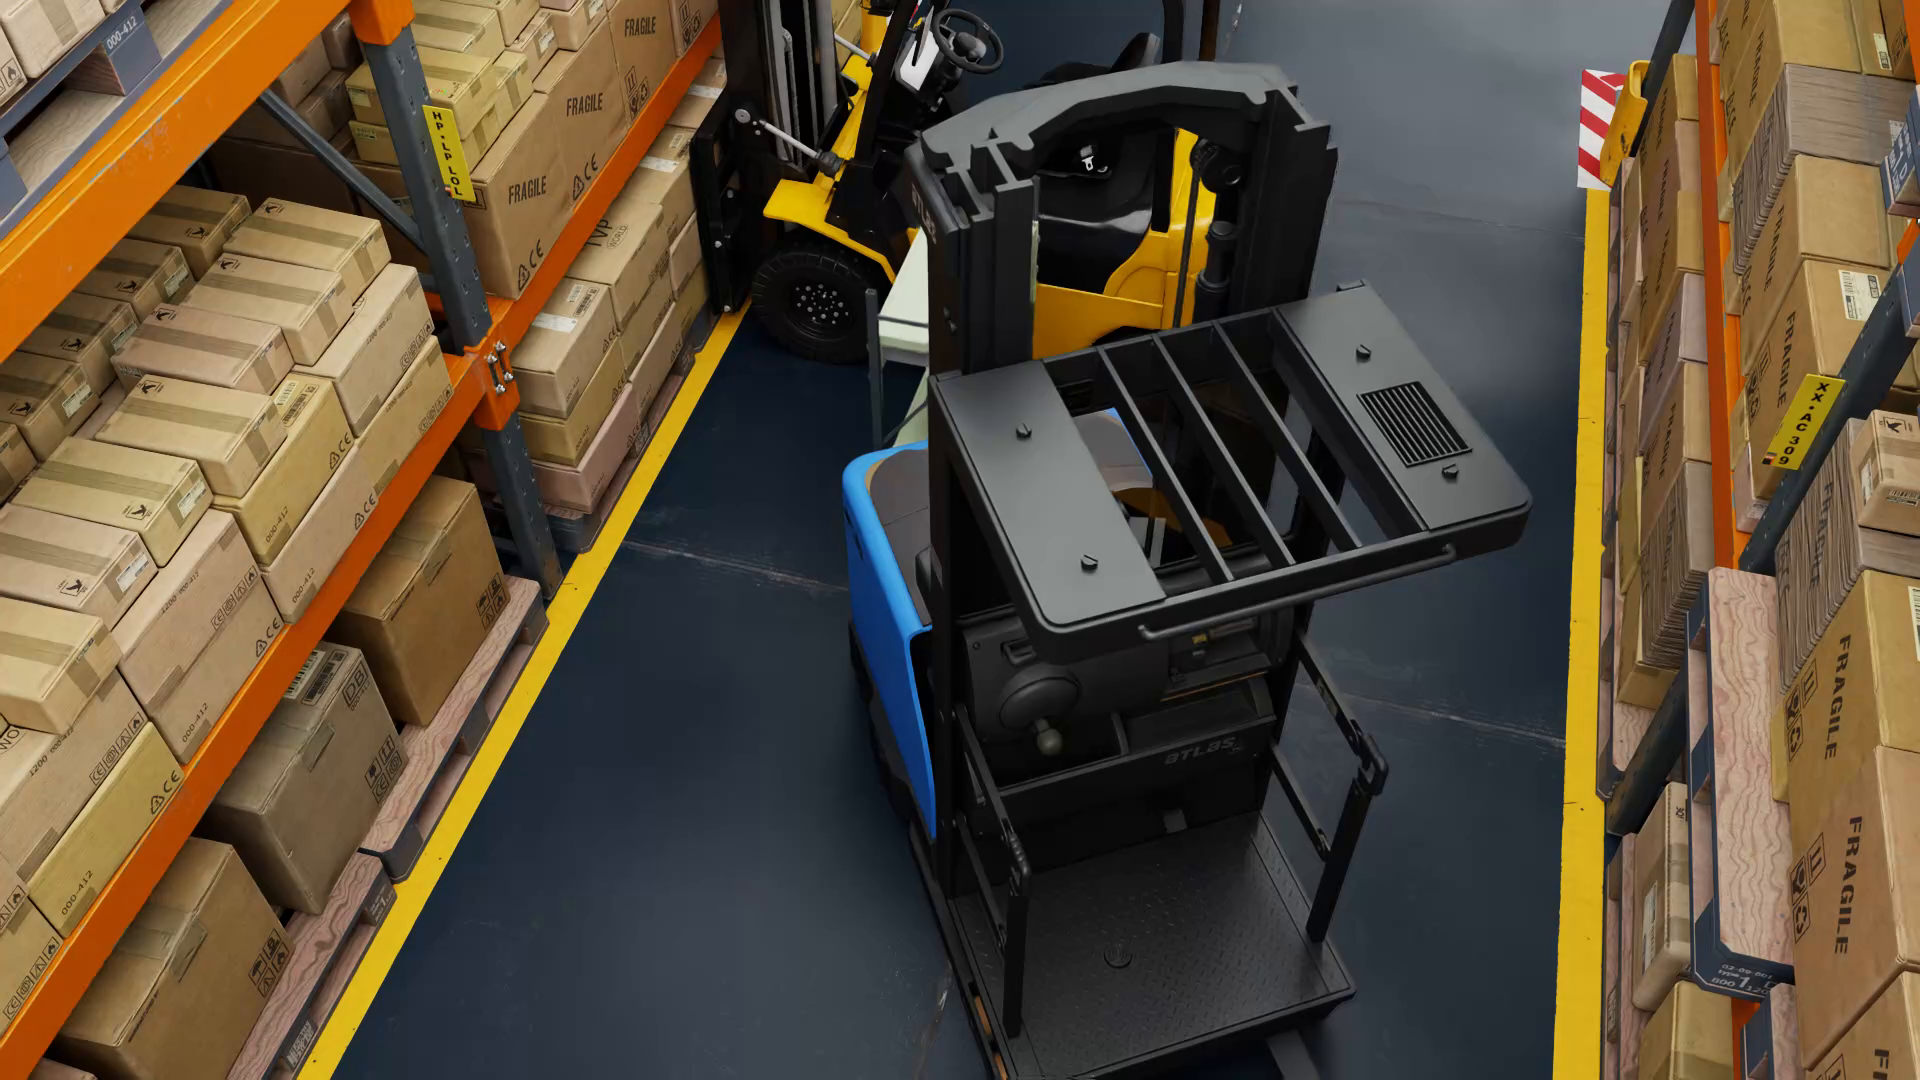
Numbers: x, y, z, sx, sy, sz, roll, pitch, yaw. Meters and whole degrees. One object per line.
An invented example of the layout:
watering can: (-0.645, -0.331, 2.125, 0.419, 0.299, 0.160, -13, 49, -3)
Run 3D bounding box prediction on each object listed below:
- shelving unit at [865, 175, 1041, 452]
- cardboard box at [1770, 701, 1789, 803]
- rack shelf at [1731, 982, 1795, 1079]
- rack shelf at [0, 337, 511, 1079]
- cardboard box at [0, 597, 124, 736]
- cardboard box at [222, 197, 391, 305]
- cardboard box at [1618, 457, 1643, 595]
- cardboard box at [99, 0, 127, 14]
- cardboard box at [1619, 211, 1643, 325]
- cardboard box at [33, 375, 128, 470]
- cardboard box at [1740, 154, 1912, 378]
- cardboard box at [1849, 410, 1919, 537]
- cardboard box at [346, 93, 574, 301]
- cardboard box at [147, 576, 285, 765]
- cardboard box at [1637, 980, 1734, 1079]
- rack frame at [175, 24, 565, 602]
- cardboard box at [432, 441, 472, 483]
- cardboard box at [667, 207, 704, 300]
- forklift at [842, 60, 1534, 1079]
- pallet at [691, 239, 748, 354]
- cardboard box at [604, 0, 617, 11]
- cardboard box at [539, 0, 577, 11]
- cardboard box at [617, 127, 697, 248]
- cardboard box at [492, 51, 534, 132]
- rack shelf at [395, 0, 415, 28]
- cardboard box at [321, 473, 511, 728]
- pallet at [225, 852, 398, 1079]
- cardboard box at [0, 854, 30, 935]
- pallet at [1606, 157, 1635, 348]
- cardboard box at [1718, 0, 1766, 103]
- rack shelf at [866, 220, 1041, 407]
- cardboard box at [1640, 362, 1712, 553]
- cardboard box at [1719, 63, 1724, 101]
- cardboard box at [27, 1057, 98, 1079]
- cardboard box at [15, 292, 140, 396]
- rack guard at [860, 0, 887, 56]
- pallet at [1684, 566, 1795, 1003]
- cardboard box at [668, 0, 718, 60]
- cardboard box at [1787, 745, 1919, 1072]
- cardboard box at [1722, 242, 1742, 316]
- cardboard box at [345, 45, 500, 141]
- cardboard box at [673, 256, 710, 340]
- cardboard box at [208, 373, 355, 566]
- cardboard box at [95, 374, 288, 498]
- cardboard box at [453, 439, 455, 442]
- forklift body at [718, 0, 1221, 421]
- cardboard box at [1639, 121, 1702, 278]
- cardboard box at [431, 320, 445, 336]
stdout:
shelving unit: (-0.013, -0.536, 6.141, 0.431, 1.500, 0.755, 12, 50, 10)
cardboard box: (2.213, 0.543, 4.077, 0.380, 0.149, 0.250, 12, 50, 11)
rack shelf: (2.211, 1.767, 3.589, 1.077, 0.370, 4.000, 12, 50, 10)
rack shelf: (-2.579, 0.790, 4.451, 1.077, 0.370, 4.000, 12, 50, 10)
cardboard box: (-2.231, 0.286, 3.917, 0.380, 0.149, 0.250, 10, 49, 9)
cardboard box: (-1.928, -0.851, 4.920, 0.380, 0.149, 0.250, 13, 50, 11)
cardboard box: (2.764, -0.015, 6.235, 0.500, 0.250, 0.500, 10, 49, 9)
cardboard box: (-2.008, -1.458, 3.667, 0.500, 0.311, 0.500, 10, 49, 9)
cardboard box: (3.169, -1.144, 7.231, 0.500, 0.250, 0.500, 13, 50, 11)
cardboard box: (-2.575, -0.332, 4.728, 0.500, 0.250, 0.500, 11, 50, 10)
cardboard box: (2.743, -0.793, 5.103, 0.500, 0.500, 0.500, 13, 50, 11)
cardboard box: (2.272, -0.132, 3.807, 0.380, 0.149, 0.250, 11, 50, 10)
cardboard box: (-1.684, -1.197, 5.658, 0.500, 0.500, 0.500, 10, 49, 9)
cardboard box: (-2.220, 0.289, 4.513, 0.500, 0.250, 0.500, 12, 50, 10)
cardboard box: (2.416, 1.713, 4.629, 0.950, 0.372, 0.625, 14, 50, 12)
rack frame: (-2.053, -0.895, 5.458, 1.000, 3.000, 0.127, 12, 50, 10)
cardboard box: (-2.120, -0.515, 6.676, 0.500, 0.250, 0.500, 12, 50, 10)
cardboard box: (-1.353, -1.304, 7.040, 0.500, 0.250, 0.500, 11, 50, 10)
forklift: (0.537, 0.410, 4.352, 1.130, 2.935, 3.031, -14, 50, -12)
pallet: (-1.484, -1.424, 7.785, 1.003, 0.211, 1.213, 12, 50, 10)
cardboard box: (-1.400, -2.056, 5.983, 0.380, 0.149, 0.250, 11, 50, 10)
cardboard box: (-1.475, -1.972, 5.711, 0.380, 0.149, 0.250, 13, 50, 11)
cardboard box: (-1.358, -1.473, 6.855, 0.500, 0.250, 0.500, 13, 50, 11)
cardboard box: (-1.648, -1.509, 5.500, 0.380, 0.149, 0.250, 13, 50, 11)
rack shelf: (-1.526, -3.096, 5.880, 1.077, 0.370, 4.000, 12, 50, 10)
cardboard box: (-2.179, 0.132, 5.856, 0.875, 0.625, 0.625, 14, 50, 12)
pallet: (-2.528, 1.454, 5.245, 1.003, 0.211, 1.213, 12, 50, 10)
cardboard box: (-2.465, 0.873, 3.664, 0.500, 0.250, 0.500, 10, 49, 9)
pallet: (3.522, -1.253, 7.634, 1.003, 0.211, 1.213, 12, 50, 10)
cardboard box: (3.132, -1.911, 6.089, 0.500, 0.500, 0.500, 11, 49, 9)
rack shelf: (-0.013, -0.794, 5.849, 0.431, 0.370, 0.720, 12, 50, 10)
cardboard box: (2.766, -0.244, 5.937, 0.500, 0.500, 0.500, 12, 50, 11)
cardboard box: (3.153, -1.793, 6.419, 0.380, 0.149, 0.250, 13, 50, 11)
cardboard box: (-2.764, 1.723, 4.451, 0.875, 0.625, 0.625, 13, 50, 11)
cardboard box: (-2.540, -0.566, 4.669, 0.380, 0.149, 0.250, 11, 50, 10)
rack guard: (-0.993, -2.978, 8.964, 1.175, 0.500, 0.348, 12, 50, 10)
pallet: (2.396, 0.670, 4.205, 1.003, 0.211, 1.213, 12, 50, 10)
cardboard box: (-1.278, -2.303, 6.634, 0.500, 0.500, 0.500, 12, 50, 10)
cardboard box: (2.062, 0.812, 3.407, 0.500, 0.500, 0.500, 11, 50, 10)
cardboard box: (2.792, -0.863, 5.597, 0.380, 0.149, 0.250, 11, 49, 9)
cardboard box: (-1.682, -1.413, 5.217, 0.380, 0.149, 0.250, 12, 50, 11)
cardboard box: (-1.367, -1.153, 7.240, 0.500, 0.250, 0.500, 12, 50, 11)
cardboard box: (-2.064, -0.231, 4.639, 0.500, 0.250, 0.500, 10, 49, 9)
cardboard box: (-2.035, -0.278, 4.414, 0.380, 0.149, 0.250, 10, 49, 9)
cardboard box: (-2.122, -0.682, 6.490, 0.500, 0.250, 0.500, 11, 49, 9)
forklift body: (0.261, -1.775, 6.801, 2.313, 2.155, 1.214, 12, 50, 10)
cardboard box: (3.172, -1.363, 6.925, 0.500, 0.500, 0.500, 10, 49, 9)
cardboard box: (-2.110, -0.849, 6.304, 0.500, 0.250, 0.500, 12, 50, 11)
